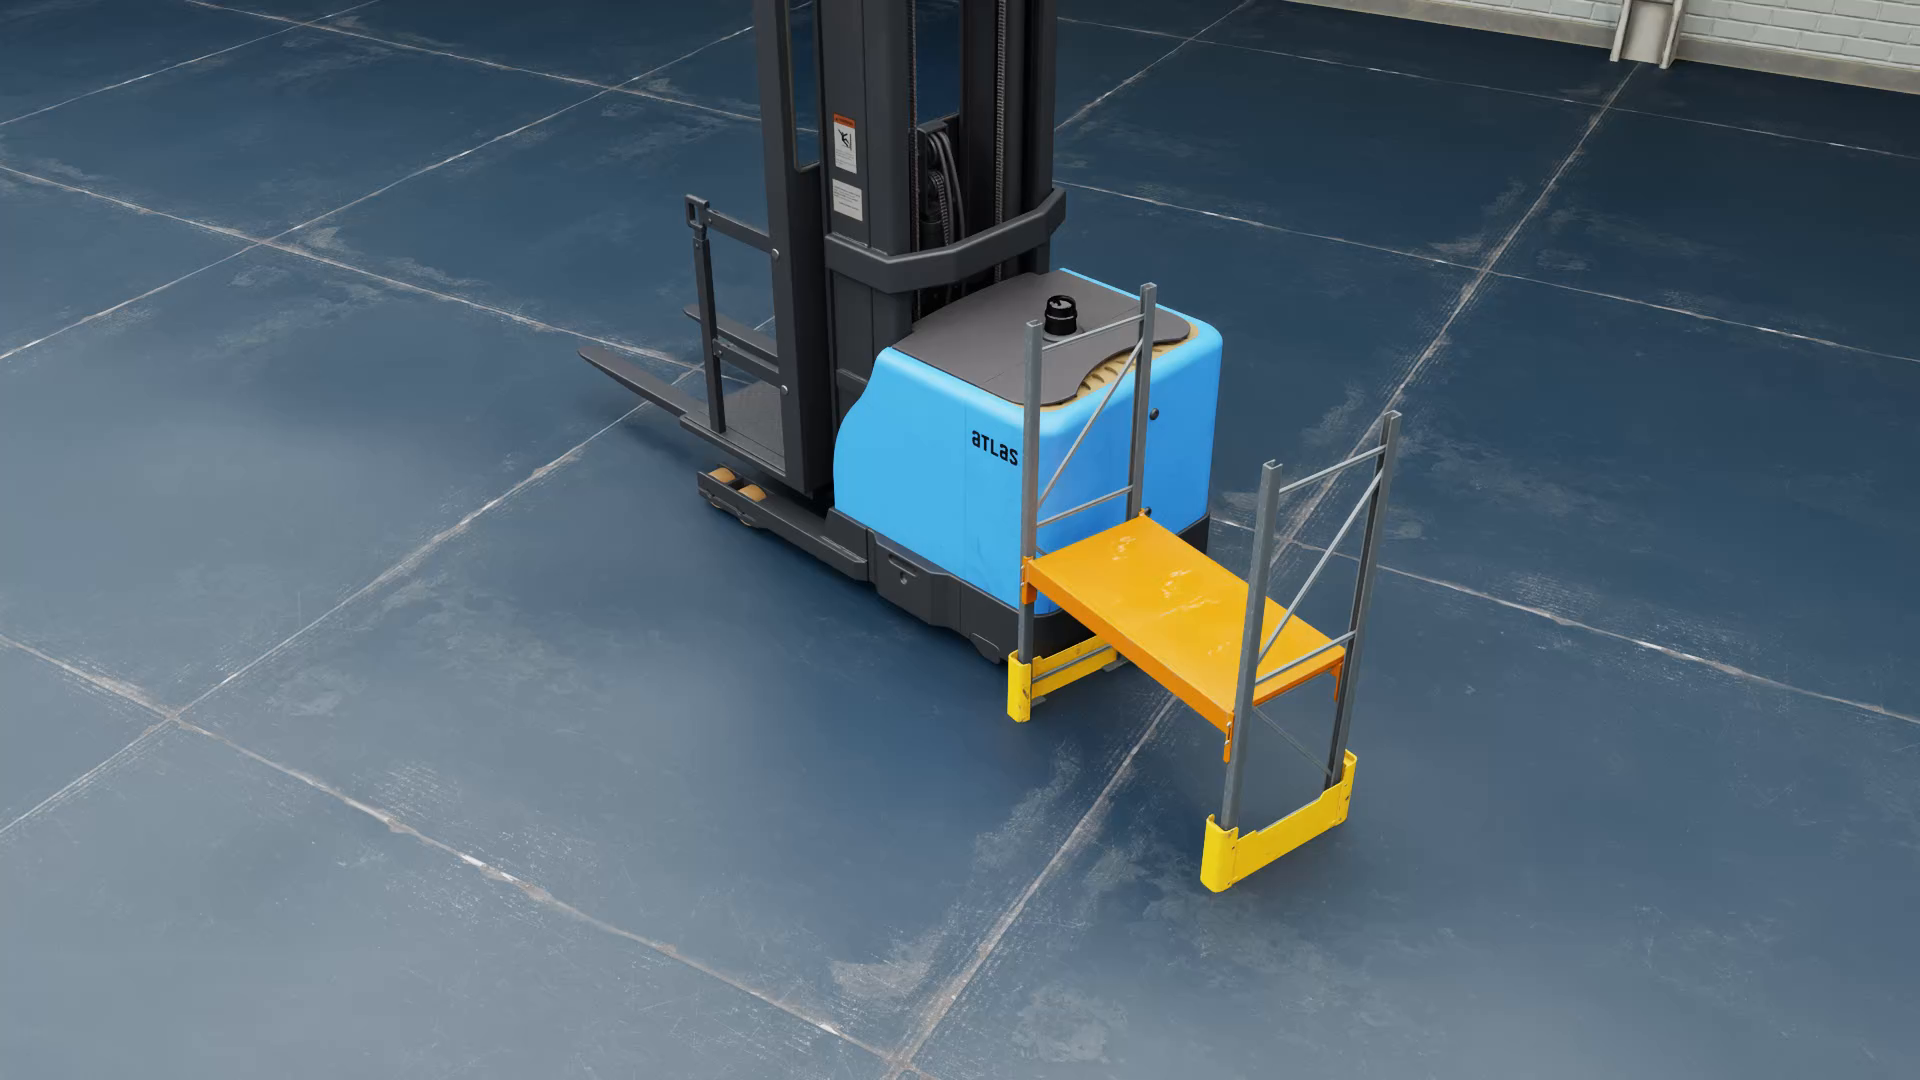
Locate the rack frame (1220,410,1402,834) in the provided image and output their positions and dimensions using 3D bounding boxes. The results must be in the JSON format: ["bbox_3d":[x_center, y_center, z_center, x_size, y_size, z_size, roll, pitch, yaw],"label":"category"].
[{"bbox_3d":[1.002,0.353,4.866,0.500,1.500,0.032,-22,39,-29],"label":"rack frame"}]

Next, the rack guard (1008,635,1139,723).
[{"bbox_3d":[0.422,0.424,5.888,0.587,0.250,0.087,-22,39,-29],"label":"rack guard"}]

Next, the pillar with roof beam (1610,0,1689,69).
[{"bbox_3d":[2.765,-5.130,6.335,0.400,9.000,9.100,18,37,24],"label":"pillar with roof beam"}]

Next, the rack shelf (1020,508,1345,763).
[{"bbox_3d":[0.706,0.274,5.310,0.538,0.185,1.000,-22,39,-29],"label":"rack shelf"}]

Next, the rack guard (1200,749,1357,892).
[{"bbox_3d":[1.001,0.873,5.214,0.587,0.250,0.087,-22,39,-29],"label":"rack guard"}]

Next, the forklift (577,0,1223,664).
[{"bbox_3d":[-0.448,-1.461,6.300,3.031,2.935,1.130,28,43,35],"label":"forklift"}]

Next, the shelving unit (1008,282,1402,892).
[{"bbox_3d":[0.712,0.128,5.205,0.587,1.500,1.083,-22,39,-29],"label":"shelving unit"}]

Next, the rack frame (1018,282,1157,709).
[{"bbox_3d":[0.411,-0.105,5.555,0.500,1.500,0.032,-22,39,-29],"label":"rack frame"}]
